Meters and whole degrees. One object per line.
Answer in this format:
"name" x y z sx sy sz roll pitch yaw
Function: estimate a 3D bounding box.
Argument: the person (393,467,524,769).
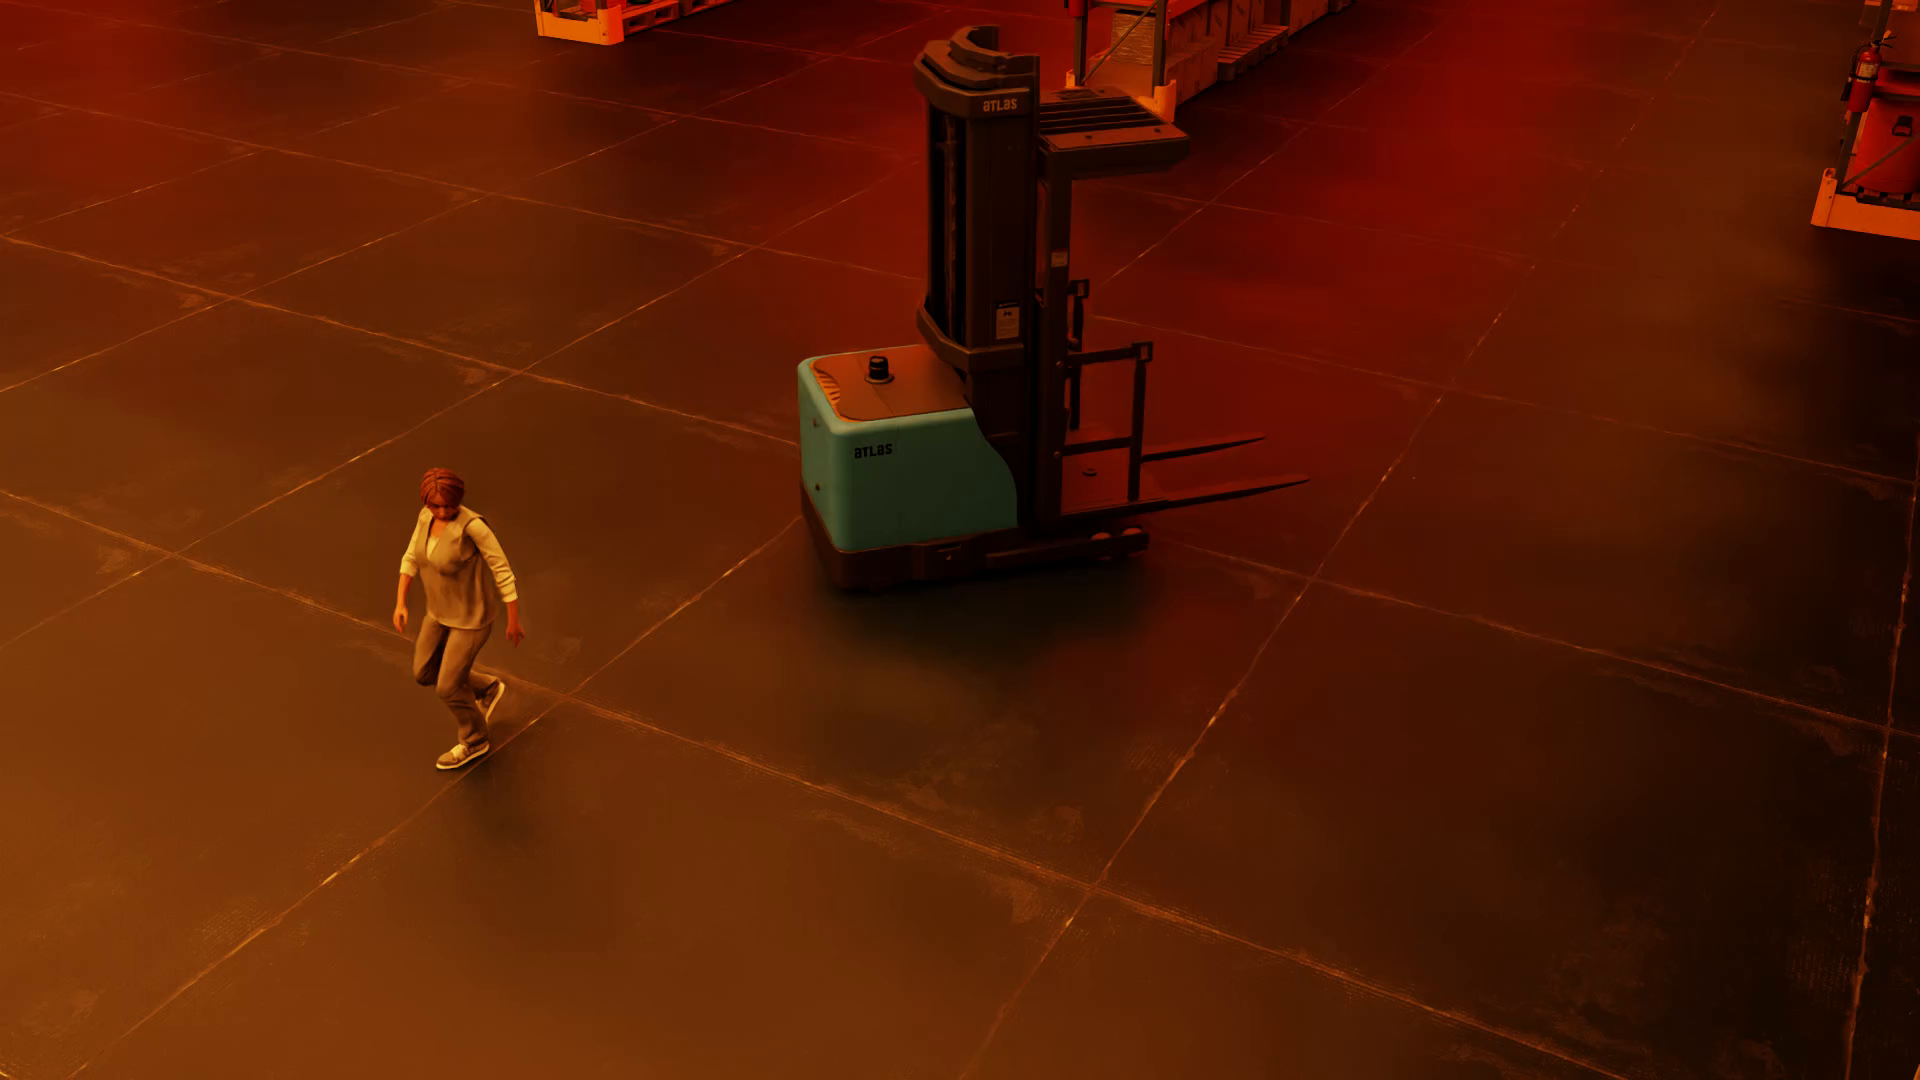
"person" -2.356 0.378 7.808 0.604 1.548 0.516 25 38 36

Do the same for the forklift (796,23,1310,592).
"forklift" 0.609 -1.388 9.476 3.031 2.935 1.130 -9 31 -15
